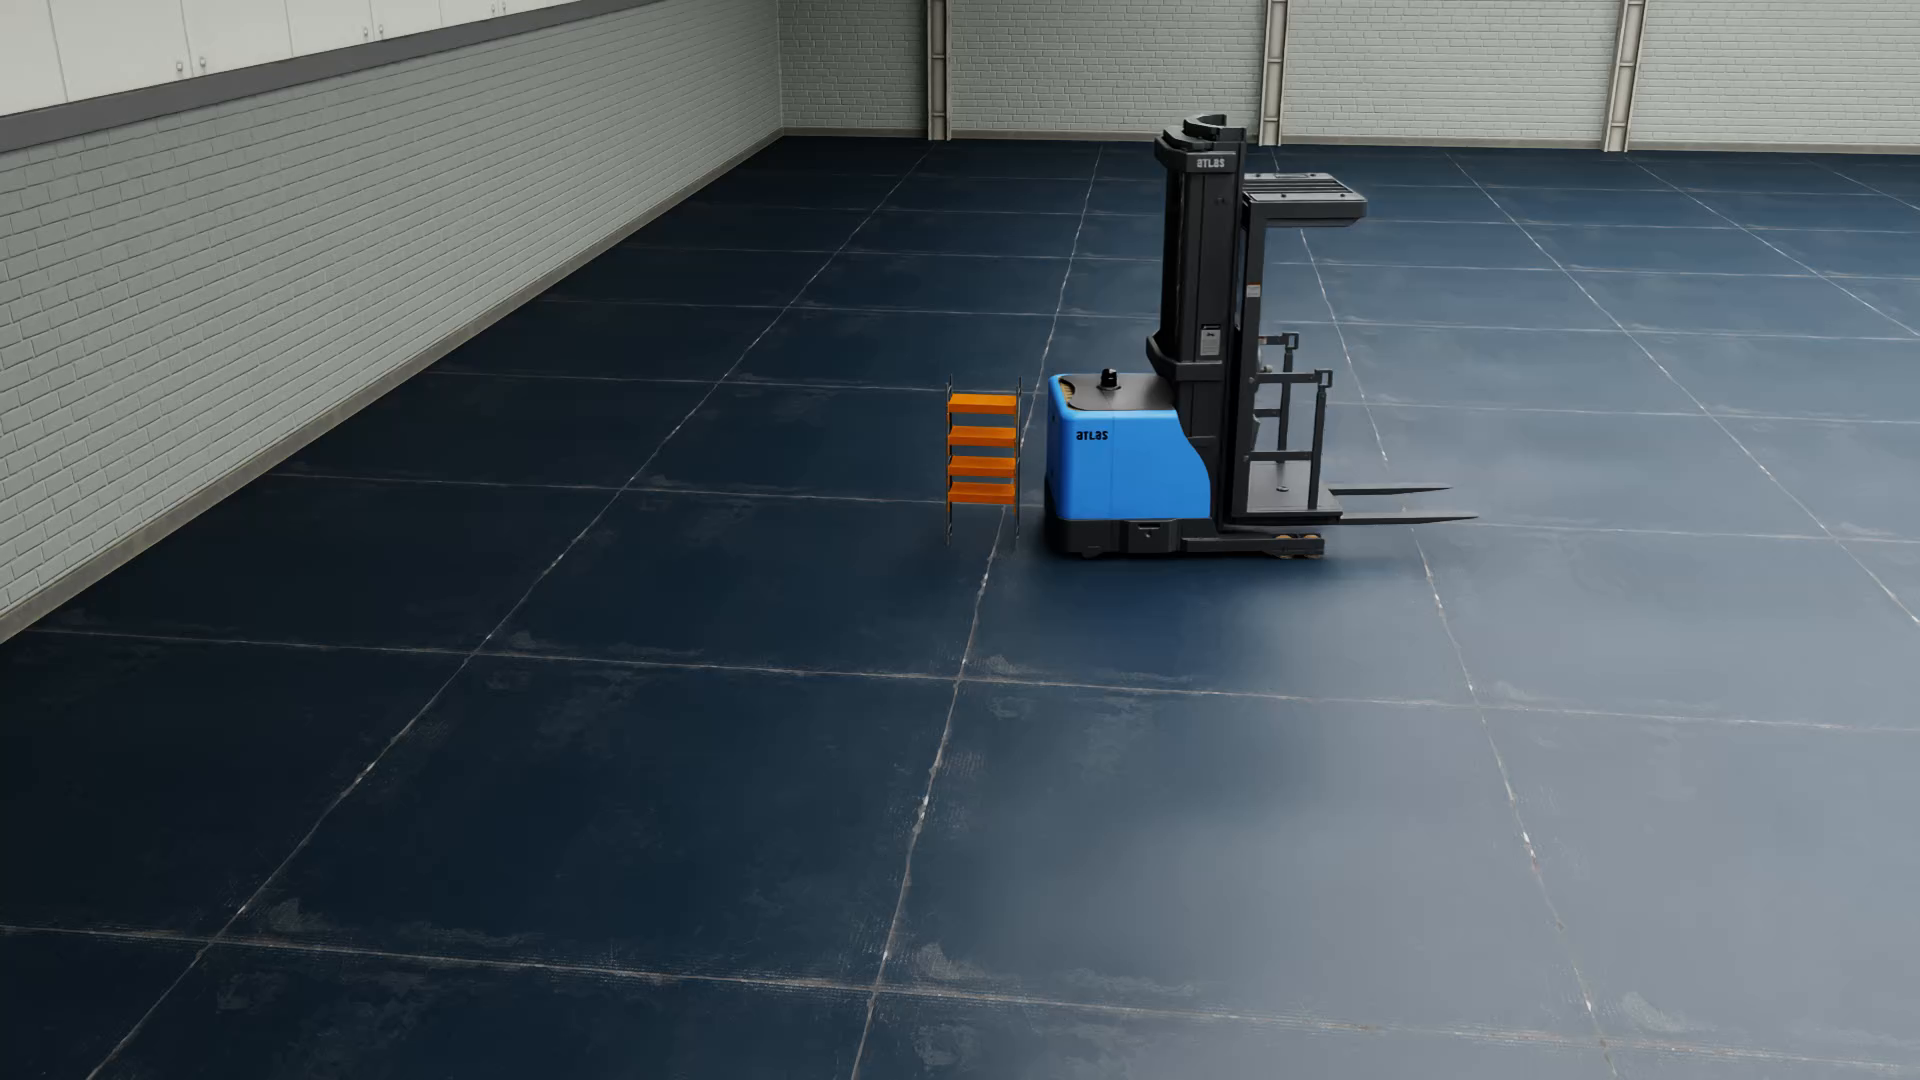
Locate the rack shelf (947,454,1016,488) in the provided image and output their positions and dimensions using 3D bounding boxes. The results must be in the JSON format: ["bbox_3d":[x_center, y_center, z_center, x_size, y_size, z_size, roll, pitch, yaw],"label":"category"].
[{"bbox_3d":[0.164,-0.488,11.753,0.480,0.148,0.258,2,22,6],"label":"rack shelf"}]

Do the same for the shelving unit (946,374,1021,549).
[{"bbox_3d":[0.164,-0.551,11.728,0.503,1.200,0.258,2,22,6],"label":"shelving unit"}]

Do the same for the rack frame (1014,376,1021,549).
[{"bbox_3d":[0.407,-0.540,11.701,0.015,1.200,0.240,2,22,6],"label":"rack frame"}]

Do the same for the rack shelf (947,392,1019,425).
[{"bbox_3d":[0.164,-0.916,11.584,0.480,0.148,0.258,2,22,6],"label":"rack shelf"}]

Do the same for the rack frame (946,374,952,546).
[{"bbox_3d":[-0.078,-0.561,11.755,0.015,1.200,0.240,2,22,6],"label":"rack frame"}]

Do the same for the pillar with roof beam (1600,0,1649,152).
[{"bbox_3d":[11.037,-9.495,23.744,0.400,9.000,9.100,2,22,6],"label":"pillar with roof beam"}]

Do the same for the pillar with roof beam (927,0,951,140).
[{"bbox_3d":[-0.880,-10.014,25.058,0.400,9.000,9.100,2,22,6],"label":"pillar with roof beam"}]

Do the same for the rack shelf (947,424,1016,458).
[{"bbox_3d":[0.164,-0.696,11.671,0.480,0.148,0.258,2,22,6],"label":"rack shelf"}]

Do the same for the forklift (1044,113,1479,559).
[{"bbox_3d":[2.158,-1.423,11.580,3.031,2.935,1.130,-1,22,-2],"label":"forklift"}]

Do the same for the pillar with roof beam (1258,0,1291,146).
[{"bbox_3d":[5.078,-9.755,24.401,0.400,9.000,9.100,2,22,6],"label":"pillar with roof beam"}]

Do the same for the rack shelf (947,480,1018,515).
[{"bbox_3d":[0.164,-0.304,11.826,0.480,0.148,0.258,2,22,6],"label":"rack shelf"}]
